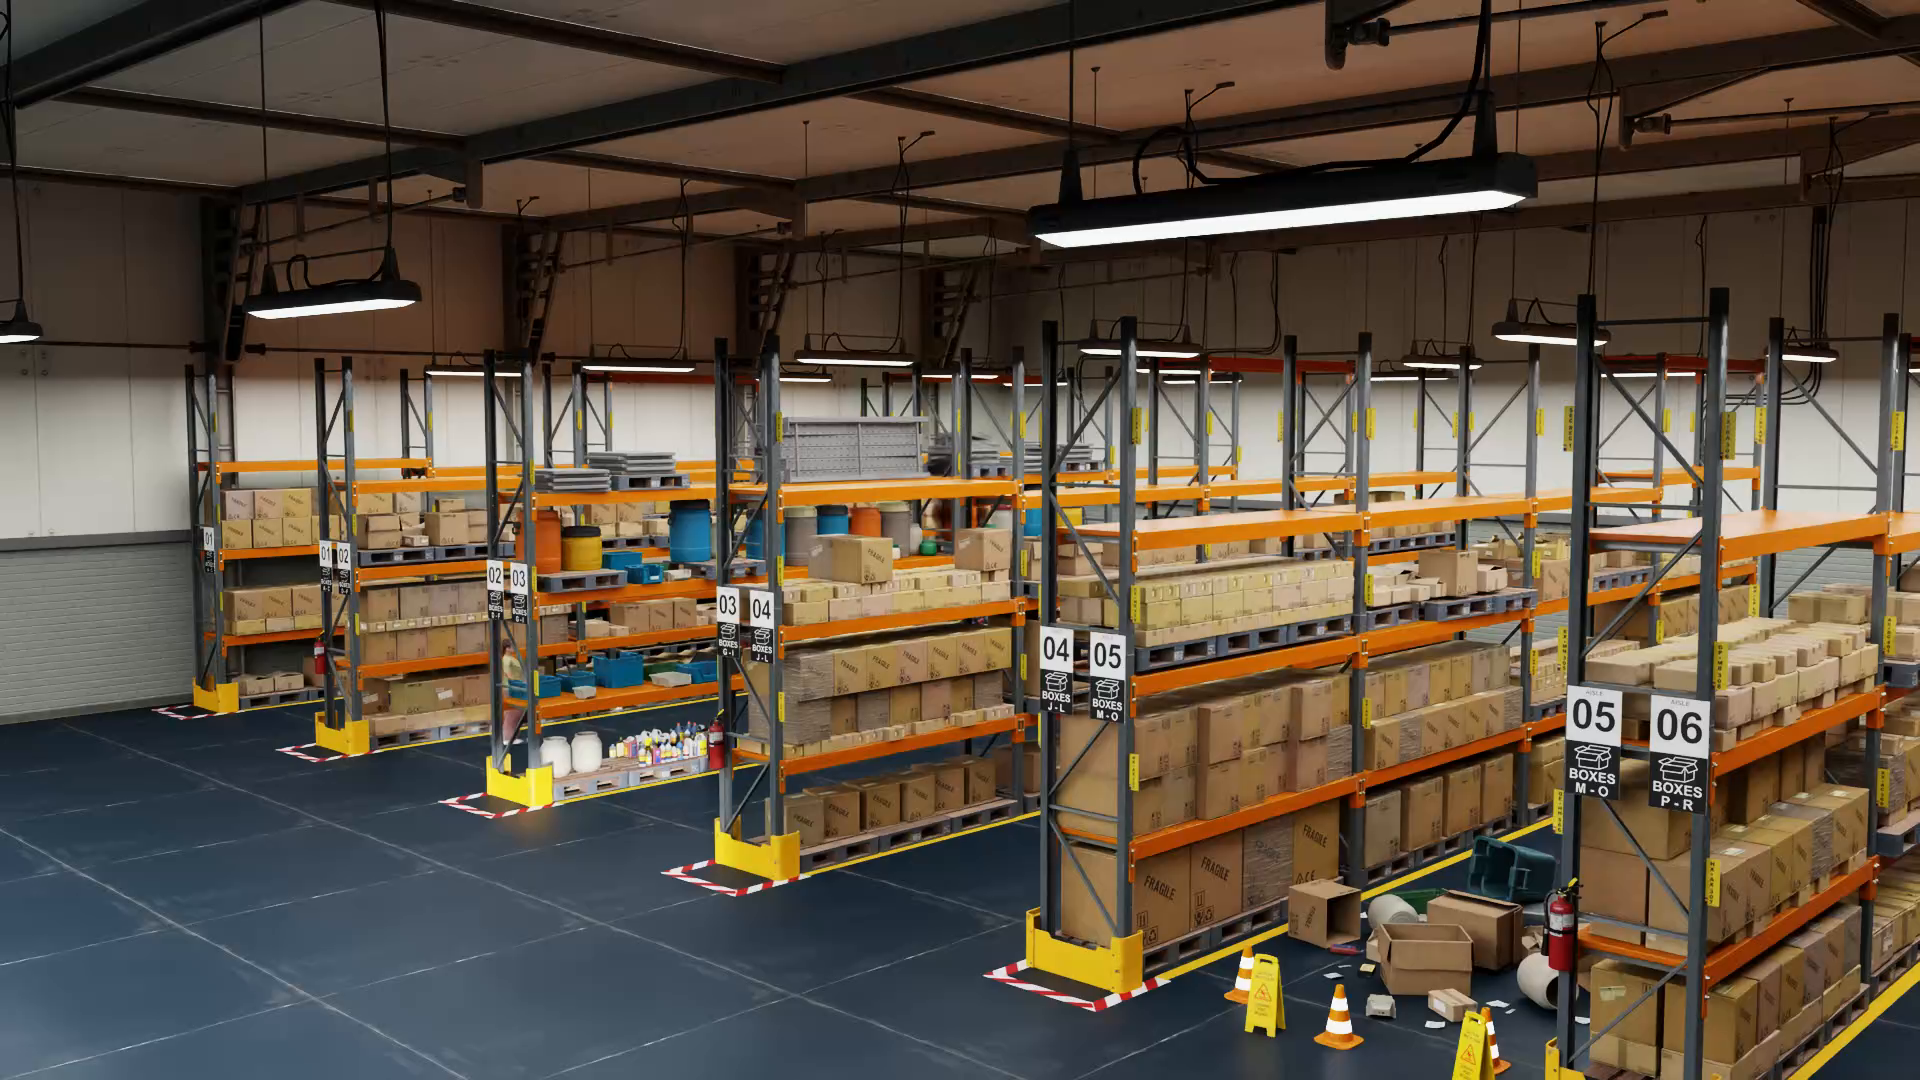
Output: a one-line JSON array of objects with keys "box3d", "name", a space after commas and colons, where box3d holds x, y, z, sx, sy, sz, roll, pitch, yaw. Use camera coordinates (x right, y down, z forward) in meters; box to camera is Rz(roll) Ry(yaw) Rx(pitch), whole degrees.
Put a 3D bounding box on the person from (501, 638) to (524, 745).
[{"box3d": [-6.909, 2.349, 25.784, 0.453, 1.677, 0.463, -1, 4, -13], "name": "person"}]
